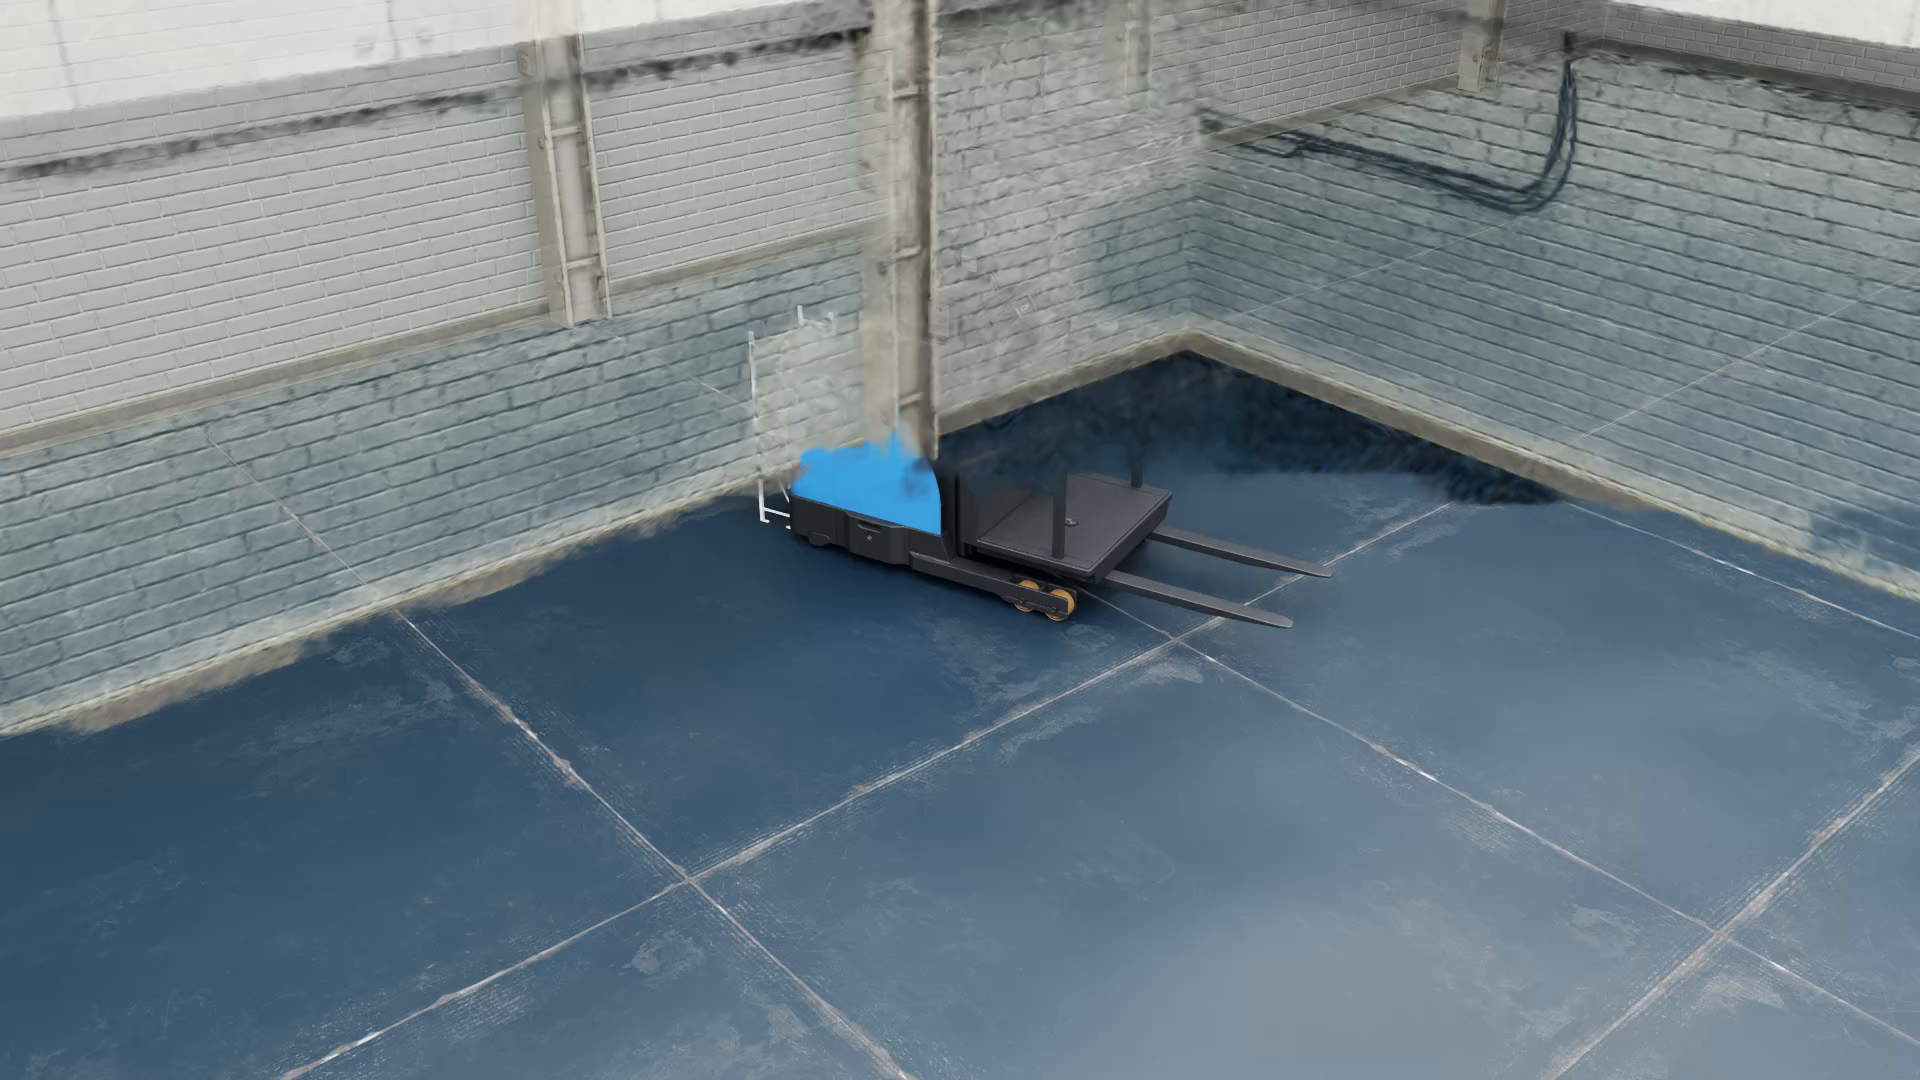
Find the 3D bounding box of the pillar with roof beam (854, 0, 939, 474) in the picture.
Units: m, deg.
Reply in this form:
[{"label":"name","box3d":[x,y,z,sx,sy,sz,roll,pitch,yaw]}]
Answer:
[{"label":"pillar with roof beam","box3d":[8.958,-7.836,14.866,0.400,9.000,9.100,-22,35,-35]}]
